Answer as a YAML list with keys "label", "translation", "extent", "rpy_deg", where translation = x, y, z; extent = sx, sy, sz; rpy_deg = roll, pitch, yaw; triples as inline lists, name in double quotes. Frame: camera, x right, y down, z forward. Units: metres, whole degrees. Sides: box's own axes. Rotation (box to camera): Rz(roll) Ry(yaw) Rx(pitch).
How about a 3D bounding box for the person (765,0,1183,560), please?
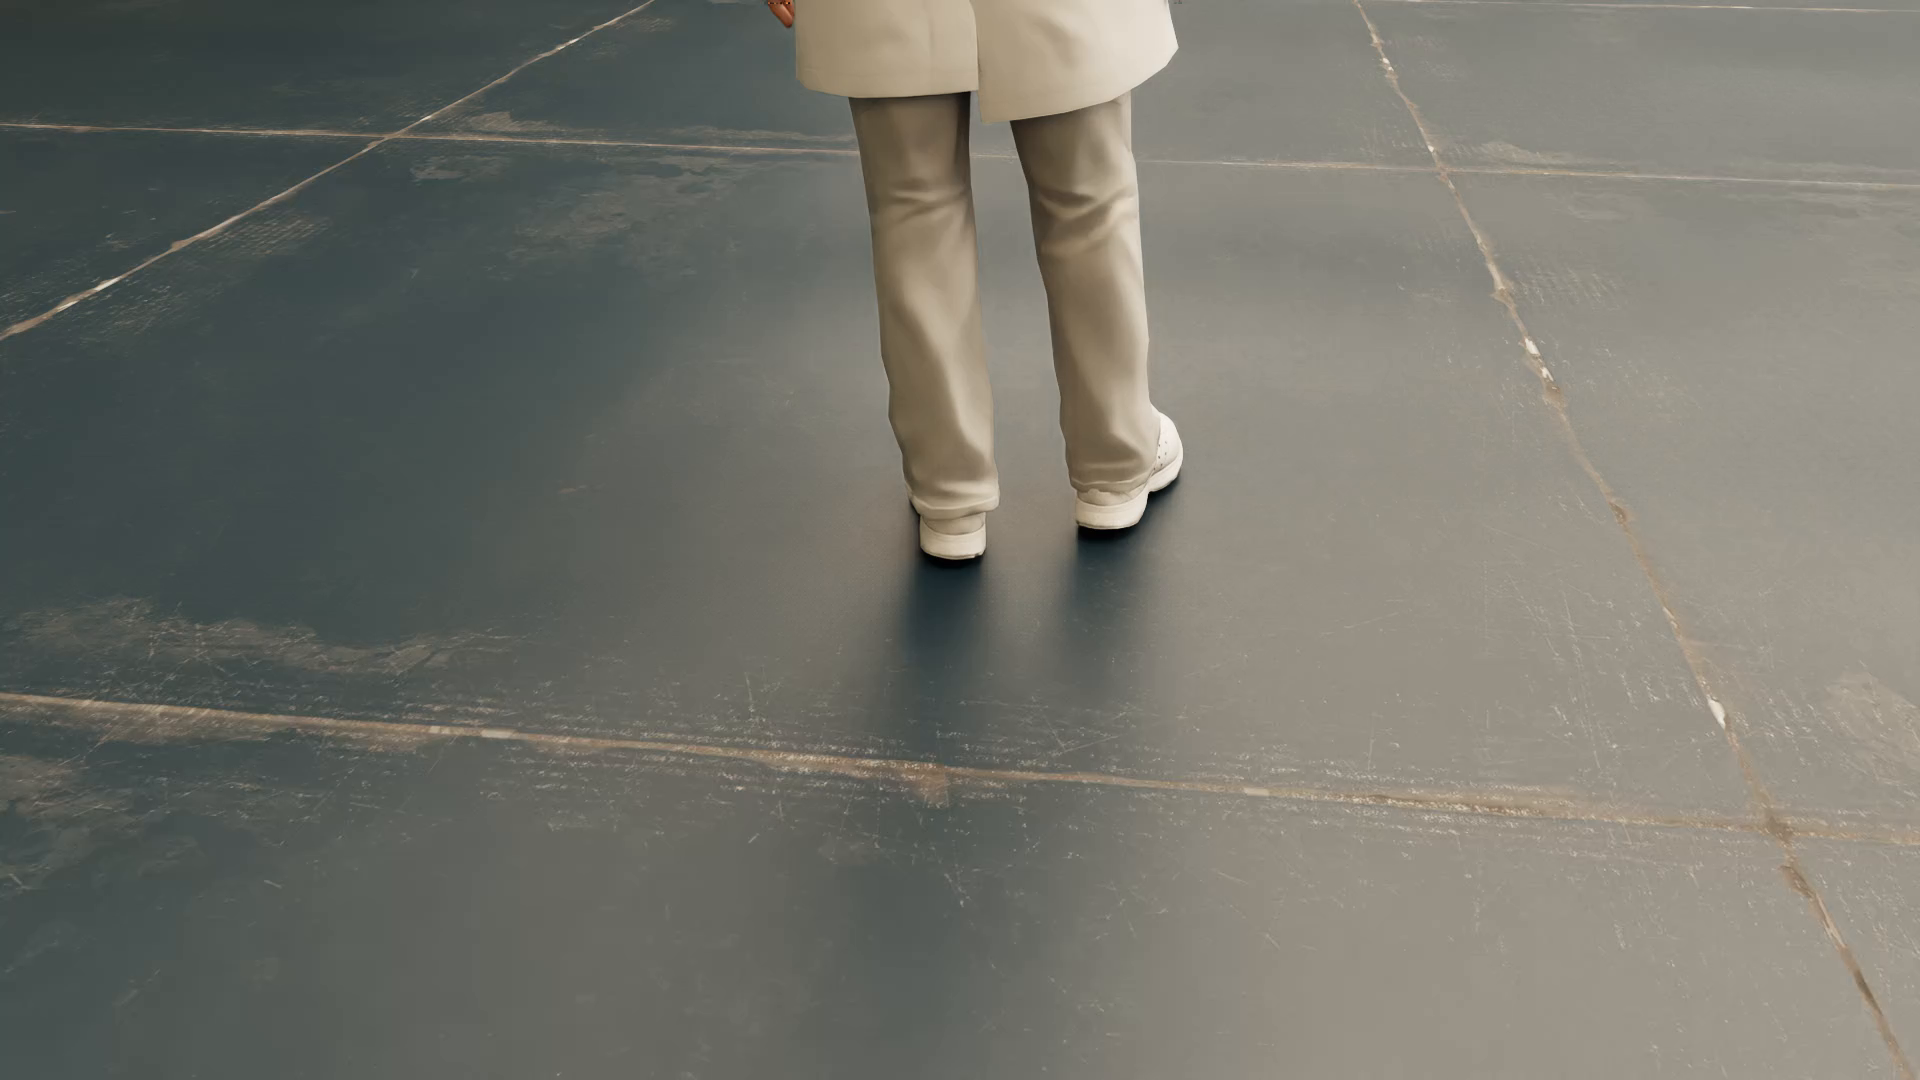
- label: "person"
  translation: [0.016, -0.842, 2.181]
  extent: [0.696, 1.778, 0.578]
  rpy_deg: [3, 27, 7]
